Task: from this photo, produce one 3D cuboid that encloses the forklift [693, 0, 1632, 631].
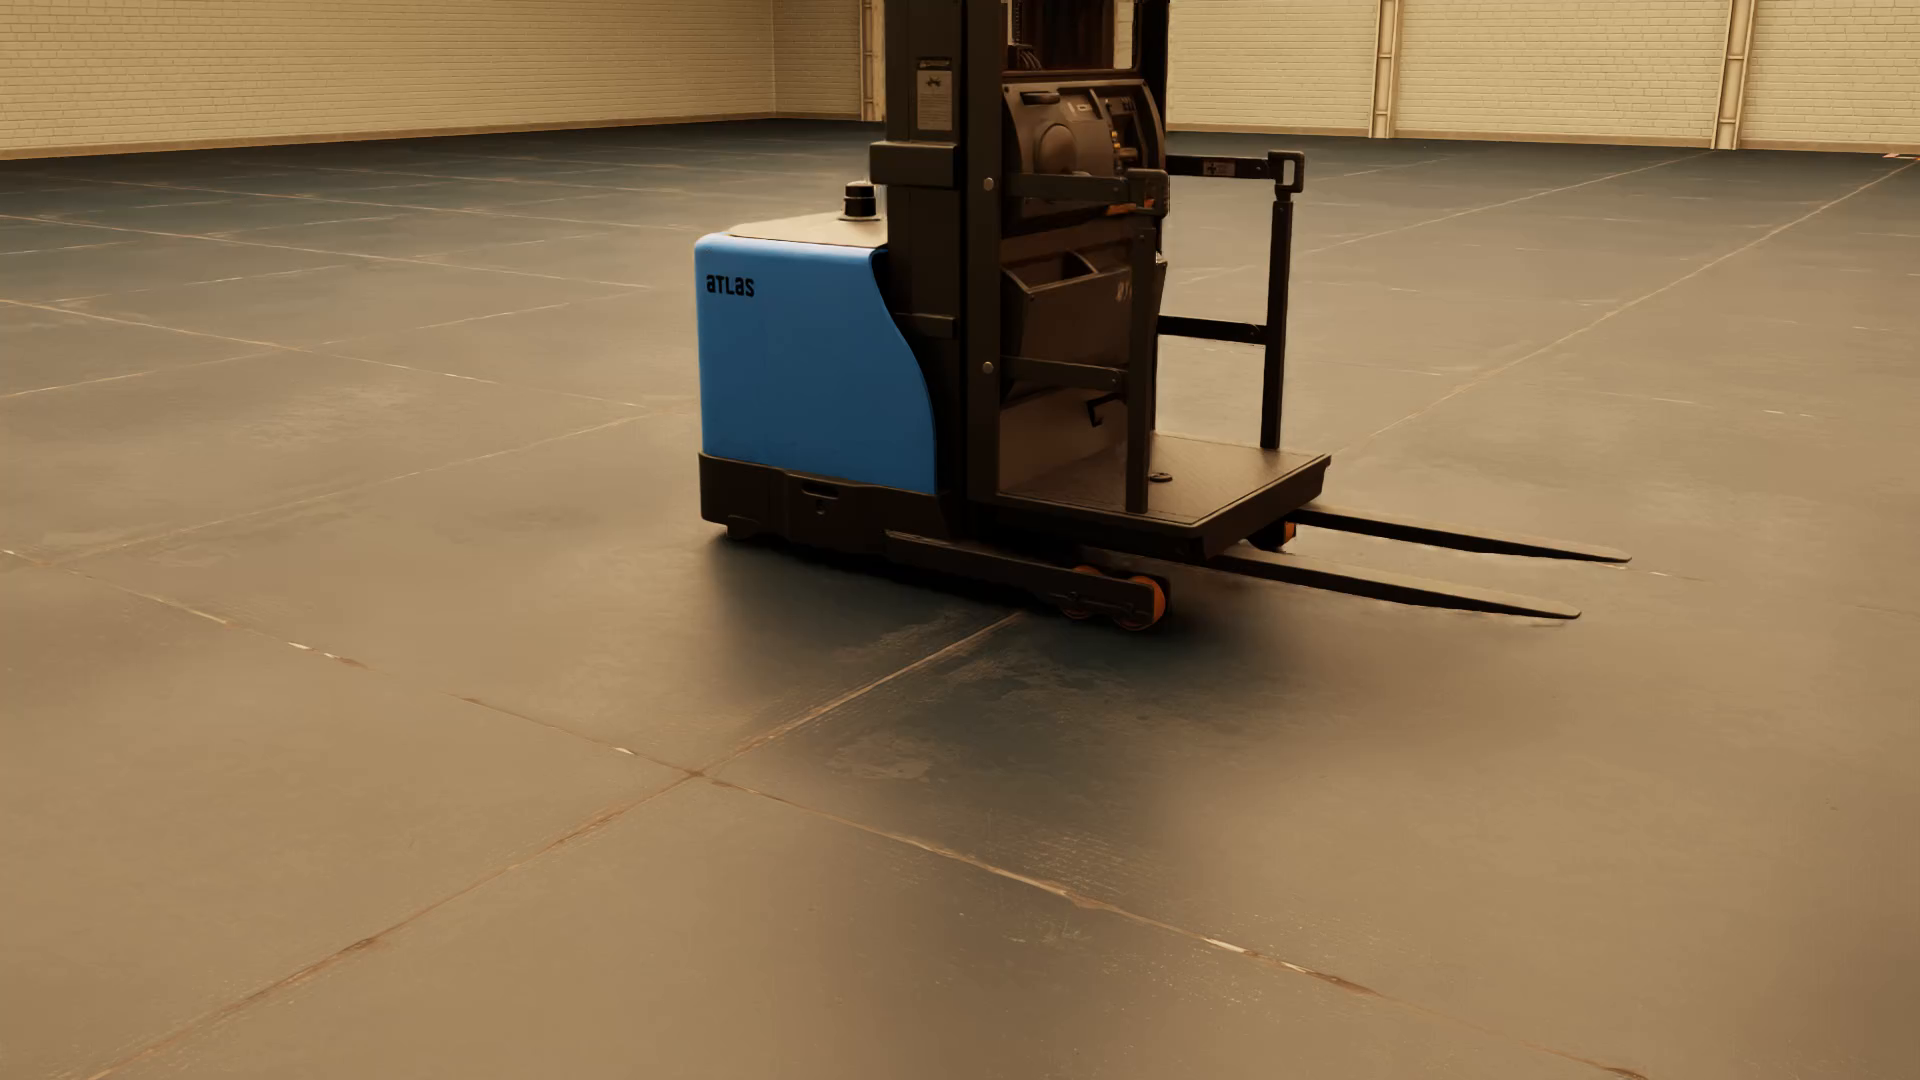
[{"bbox_3d":[0.578,-1.301,5.184,3.031,2.935,1.130,11,20,32],"label":"forklift"}]
